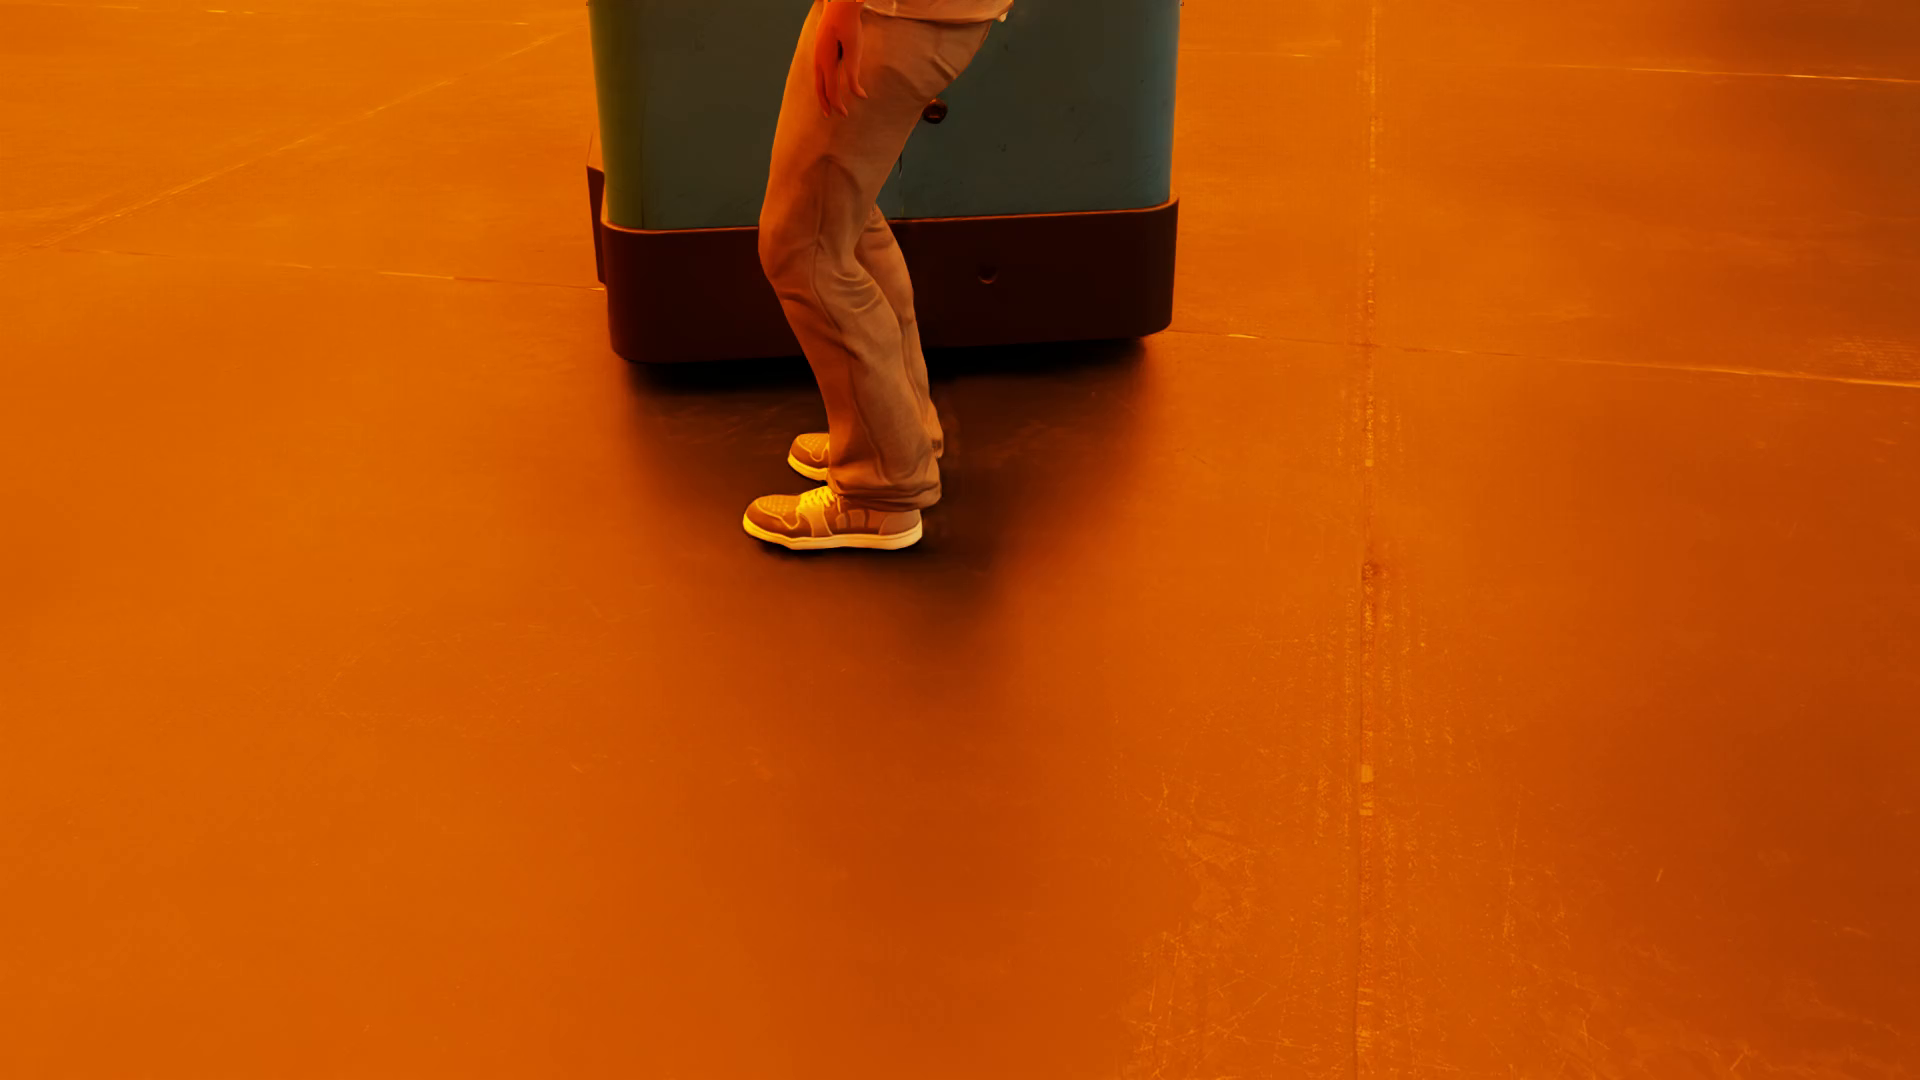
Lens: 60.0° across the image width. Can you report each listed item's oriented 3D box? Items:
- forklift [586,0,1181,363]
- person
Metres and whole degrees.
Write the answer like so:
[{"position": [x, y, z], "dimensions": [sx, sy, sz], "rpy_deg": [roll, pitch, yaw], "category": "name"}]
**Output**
[{"position": [-0.339, -2.262, 3.730], "dimensions": [1.130, 2.935, 3.031], "rpy_deg": [-4, 27, -8], "category": "forklift"}, {"position": [-0.123, -0.714, 2.173], "dimensions": [0.391, 1.575, 0.583], "rpy_deg": [4, 27, 7], "category": "person"}]
